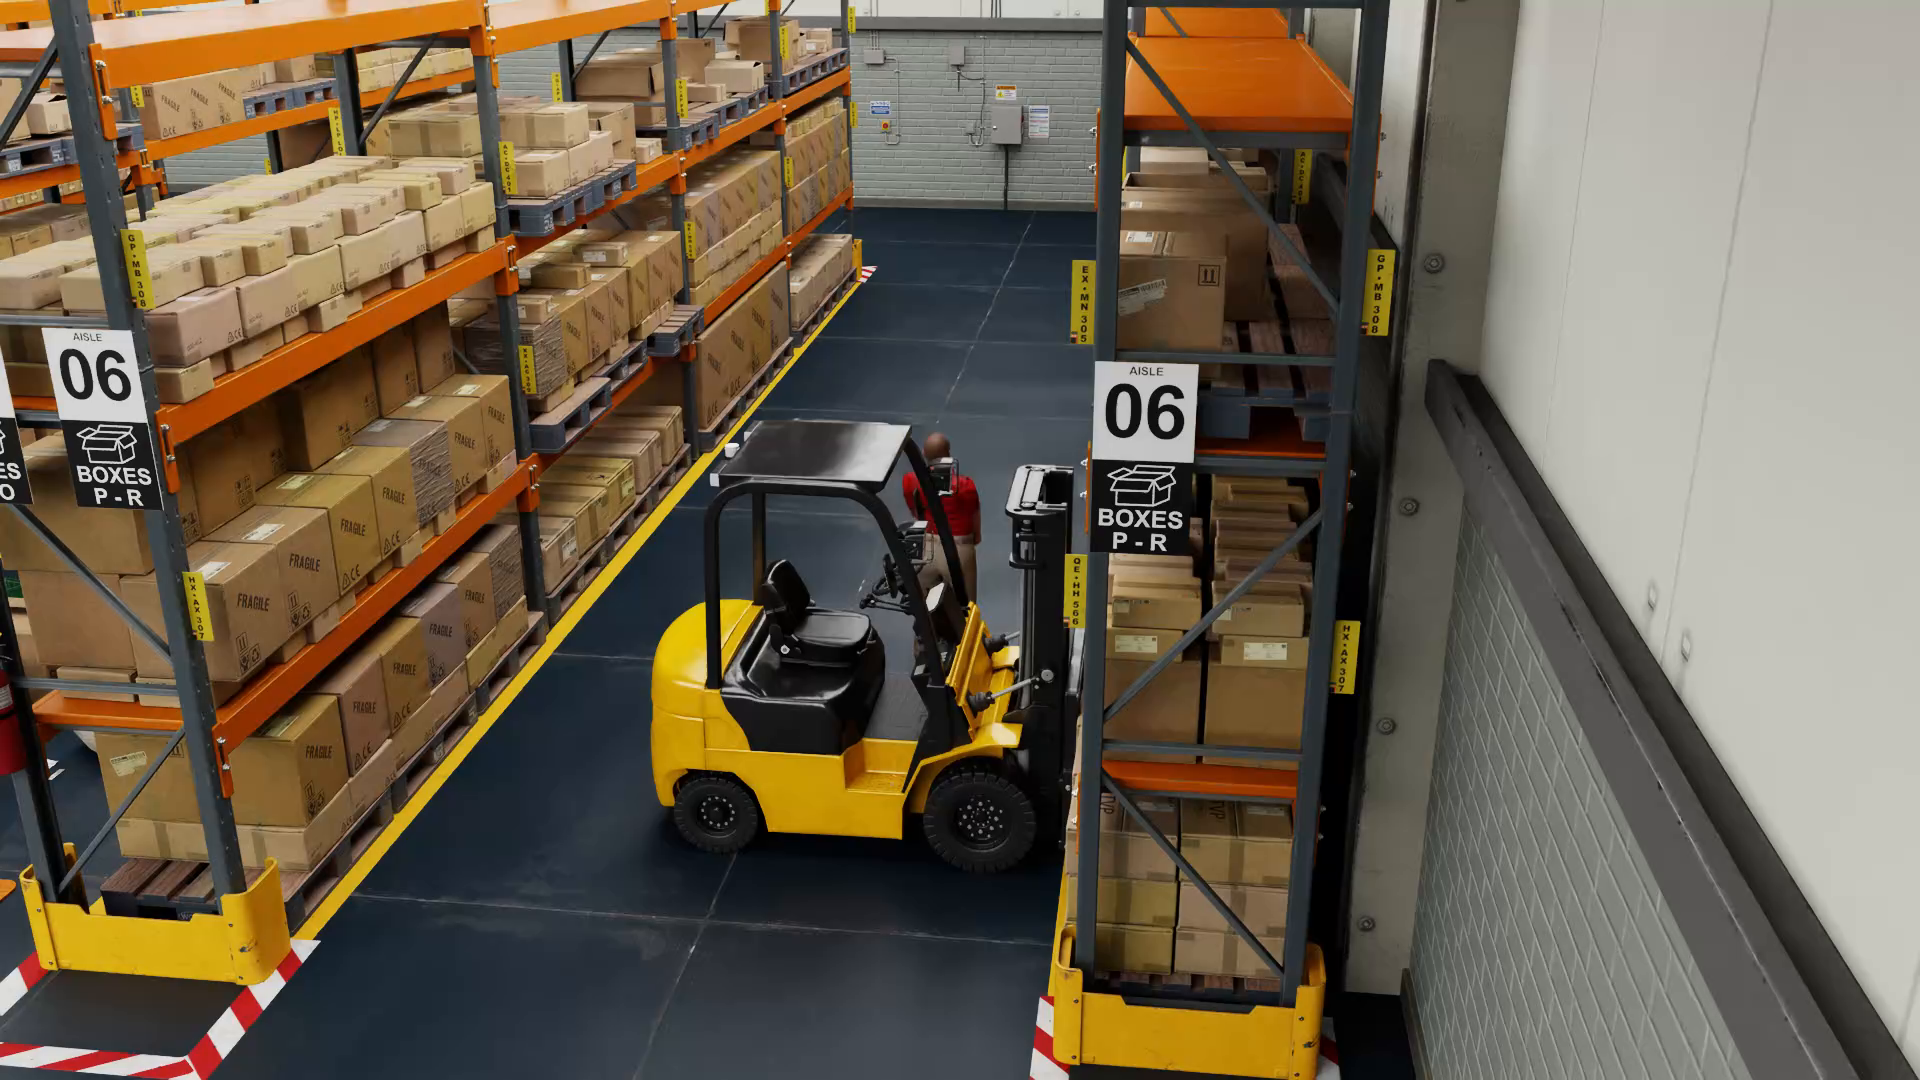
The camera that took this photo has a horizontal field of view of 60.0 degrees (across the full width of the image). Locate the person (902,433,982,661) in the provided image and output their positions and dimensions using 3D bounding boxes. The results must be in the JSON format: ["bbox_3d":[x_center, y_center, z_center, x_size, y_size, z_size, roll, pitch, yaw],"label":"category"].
[{"bbox_3d":[-0.091,0.079,10.911,0.496,1.715,0.530,6,22,16],"label":"person"}]
